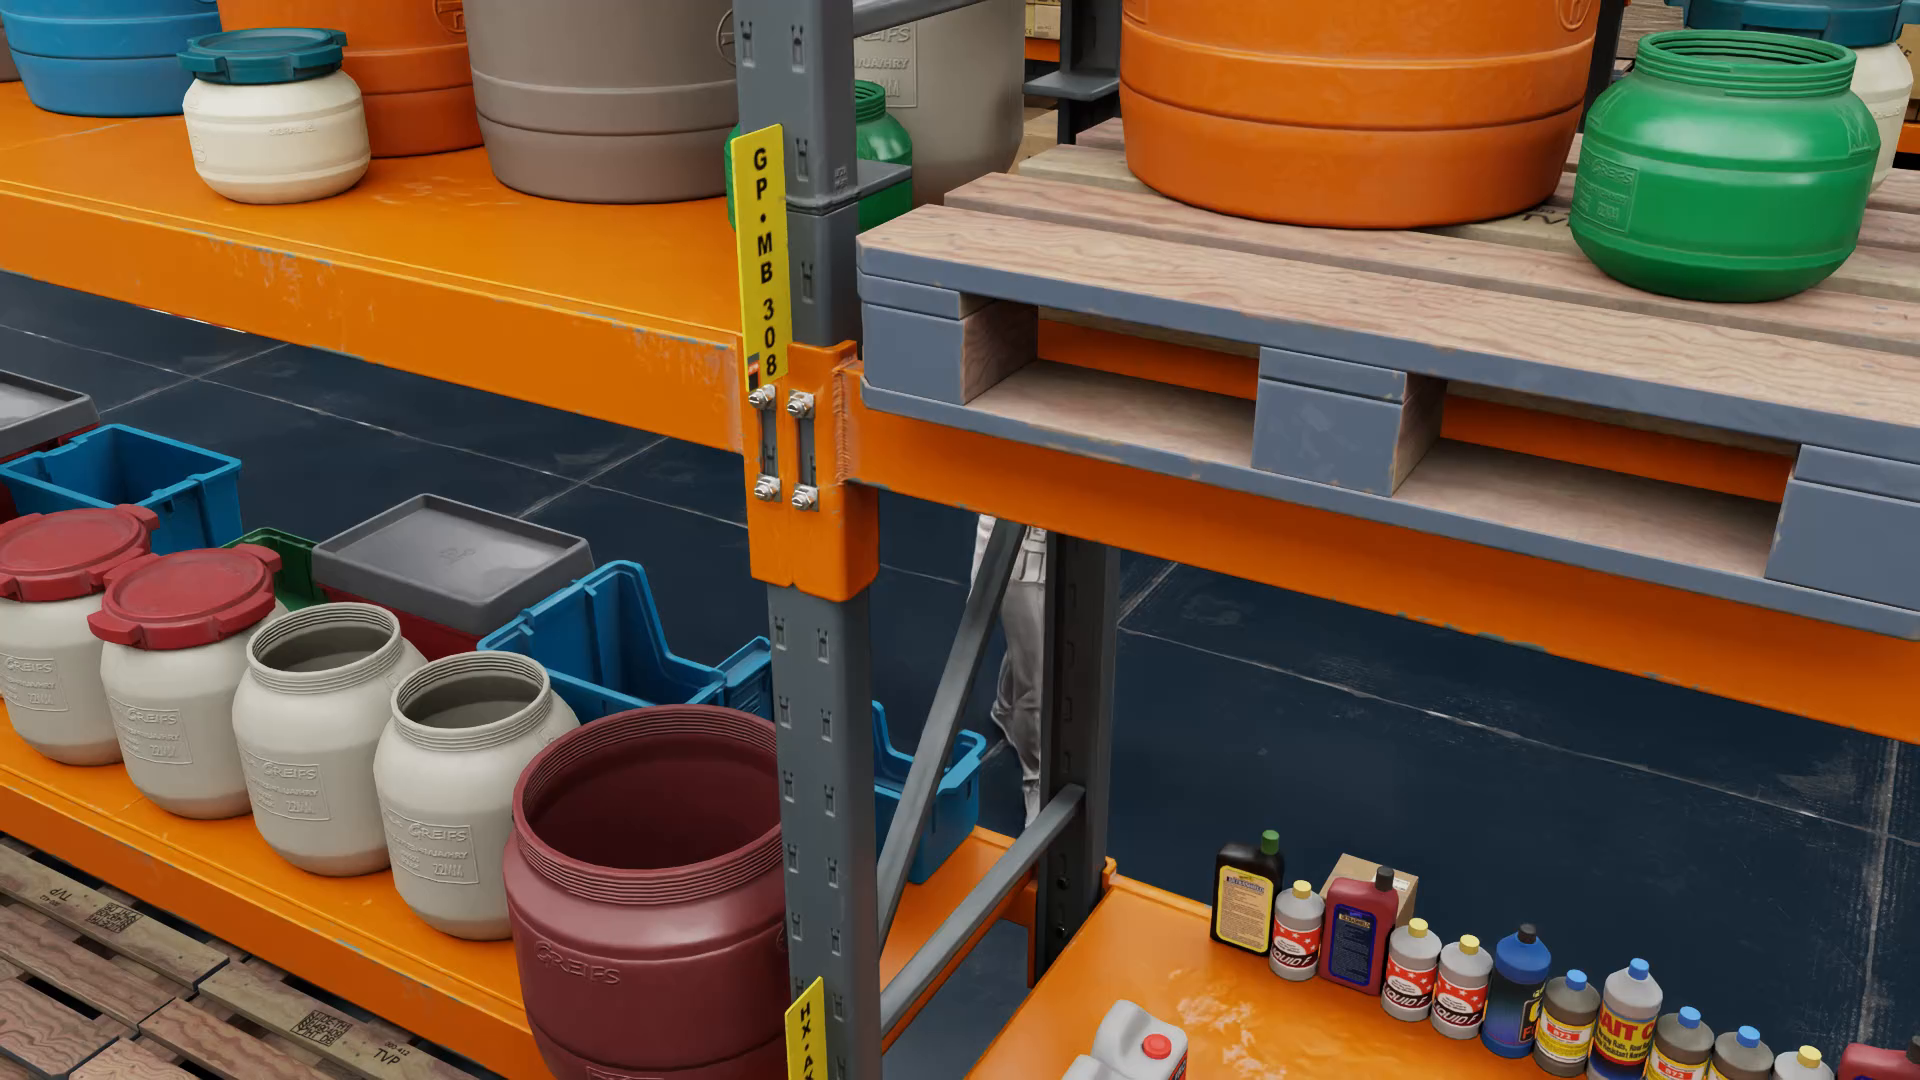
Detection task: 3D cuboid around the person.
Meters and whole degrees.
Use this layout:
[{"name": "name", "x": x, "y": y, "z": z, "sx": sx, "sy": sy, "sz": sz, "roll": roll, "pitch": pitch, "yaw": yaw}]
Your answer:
[{"name": "person", "x": 0.302, "y": 0.133, "z": 5.844, "sx": 0.567, "sy": 1.647, "sz": 0.766, "roll": -18, "pitch": 32, "yaw": -31}]
